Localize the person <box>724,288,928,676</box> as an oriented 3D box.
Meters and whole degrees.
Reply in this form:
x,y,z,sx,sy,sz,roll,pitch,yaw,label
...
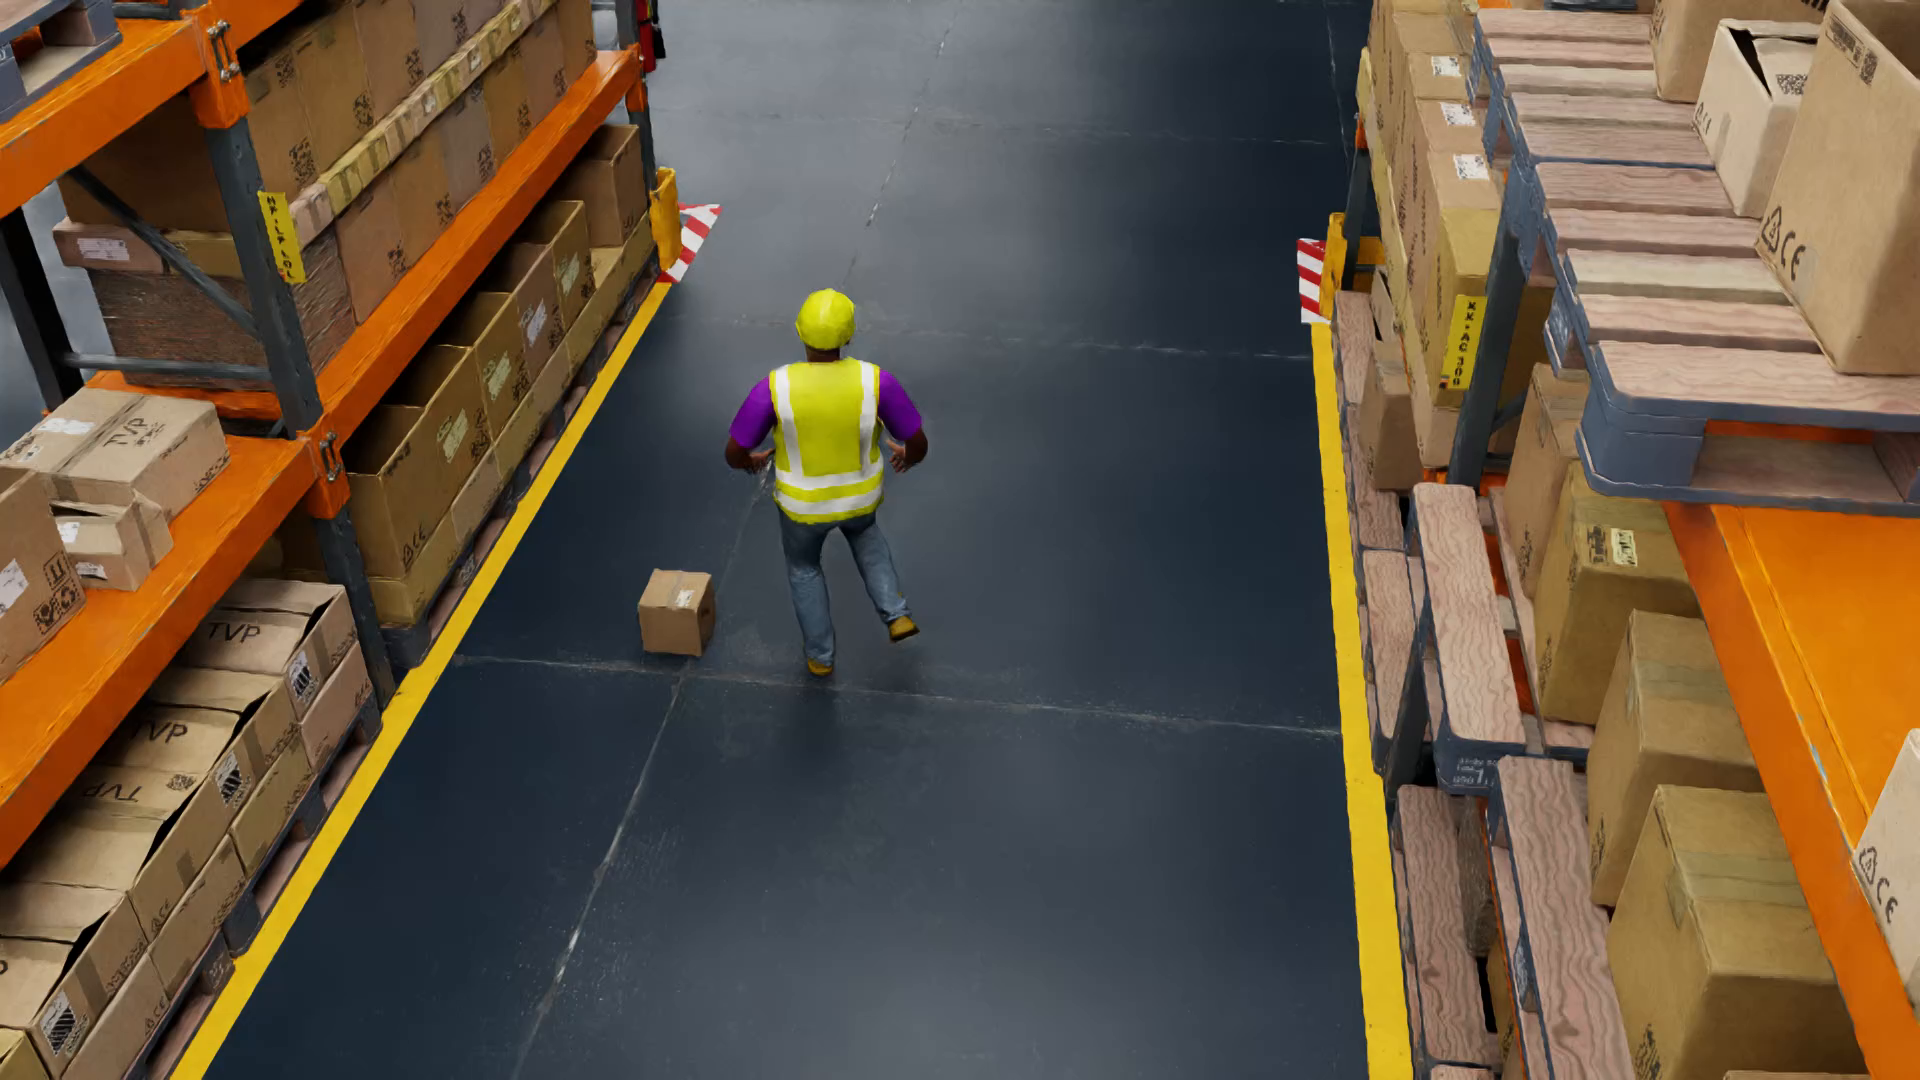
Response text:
x,y,z,sx,sy,sz,roll,pitch,yaw,label
-0.529,-0.210,6.447,0.756,1.730,0.503,-10,37,-14,person
